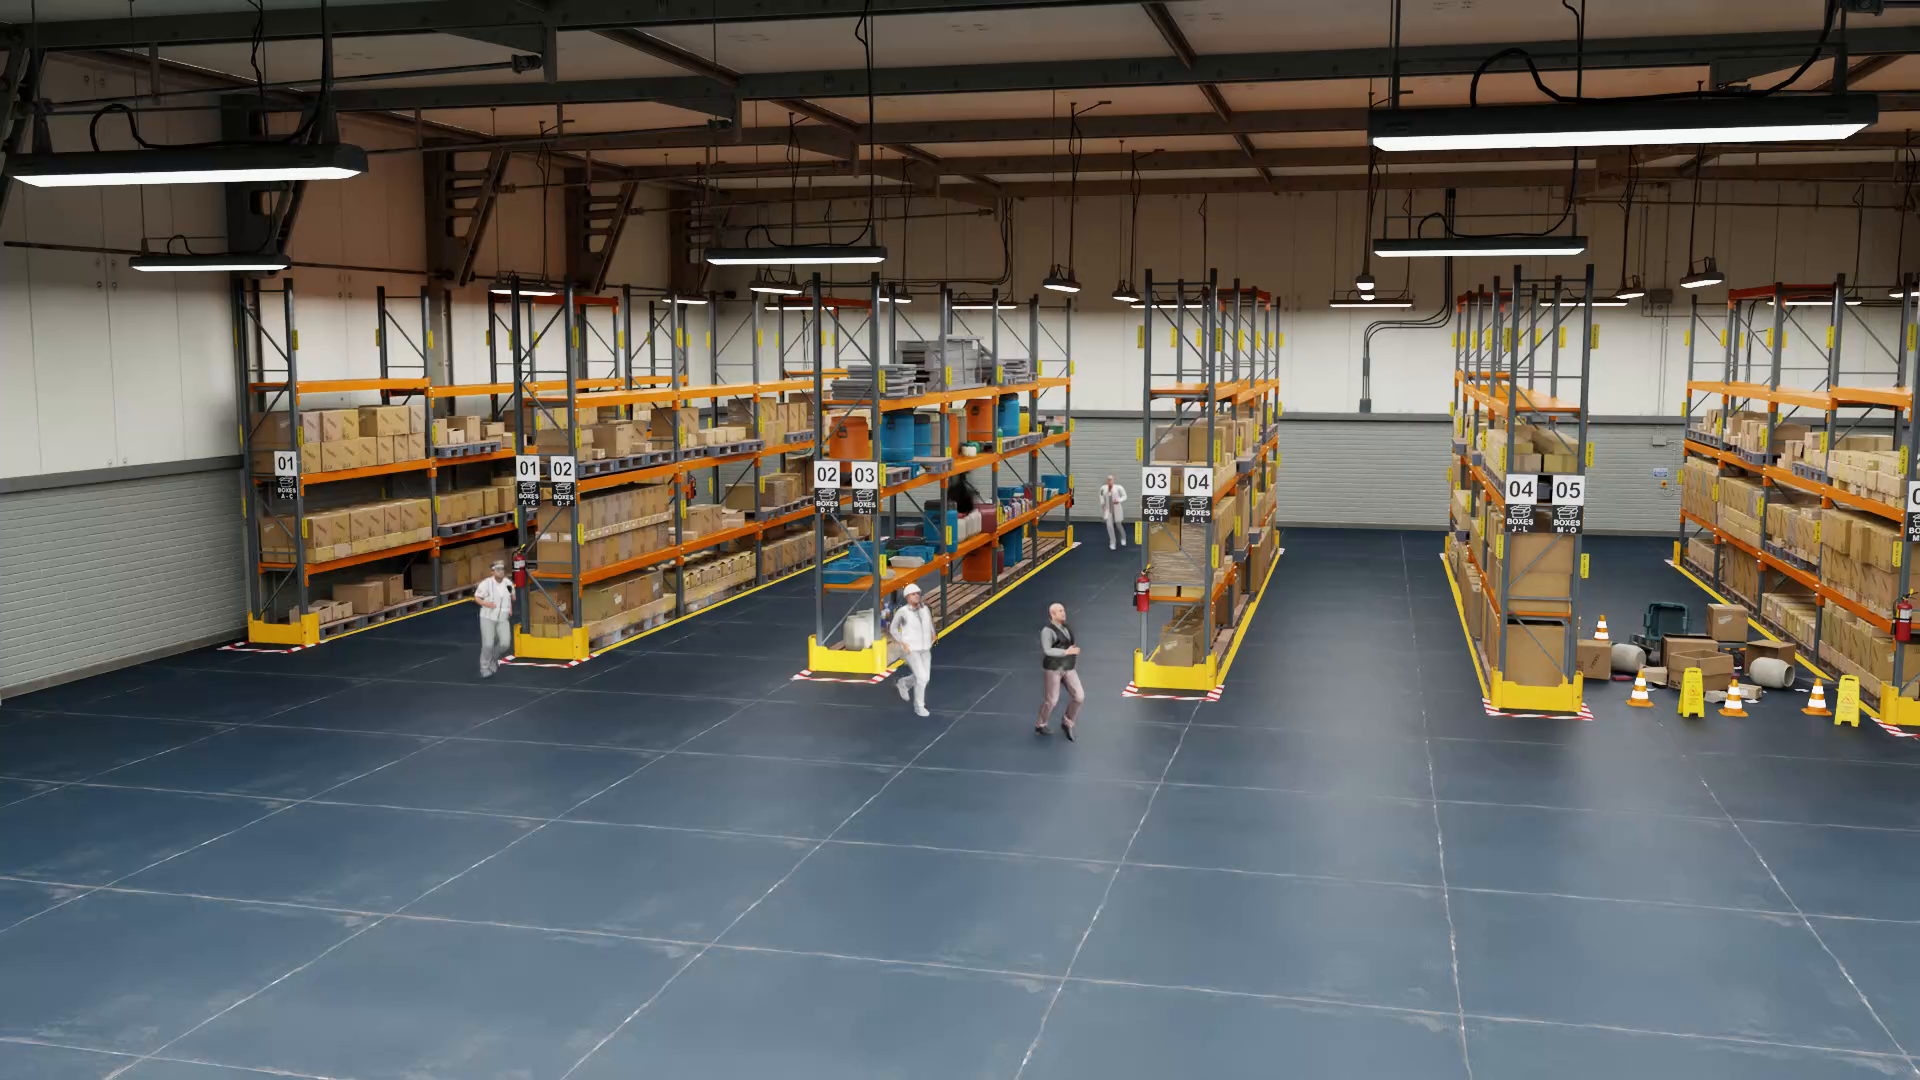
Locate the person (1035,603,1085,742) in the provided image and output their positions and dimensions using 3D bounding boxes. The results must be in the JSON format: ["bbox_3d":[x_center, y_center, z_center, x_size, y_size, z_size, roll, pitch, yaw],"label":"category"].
[{"bbox_3d":[1.255,1.667,20.830,0.624,1.757,0.727,-6,9,-42],"label":"person"}]

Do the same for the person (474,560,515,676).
[{"bbox_3d":[-6.901,1.164,24.885,0.673,1.736,0.613,-5,8,-34],"label":"person"}]

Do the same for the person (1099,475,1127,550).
[{"bbox_3d":[3.683,-0.687,40.207,0.700,1.769,0.942,3,7,20],"label":"person"}]

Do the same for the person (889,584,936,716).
[{"bbox_3d":[-0.628,1.462,22.453,0.658,1.760,0.708,-5,9,-38],"label":"person"}]
